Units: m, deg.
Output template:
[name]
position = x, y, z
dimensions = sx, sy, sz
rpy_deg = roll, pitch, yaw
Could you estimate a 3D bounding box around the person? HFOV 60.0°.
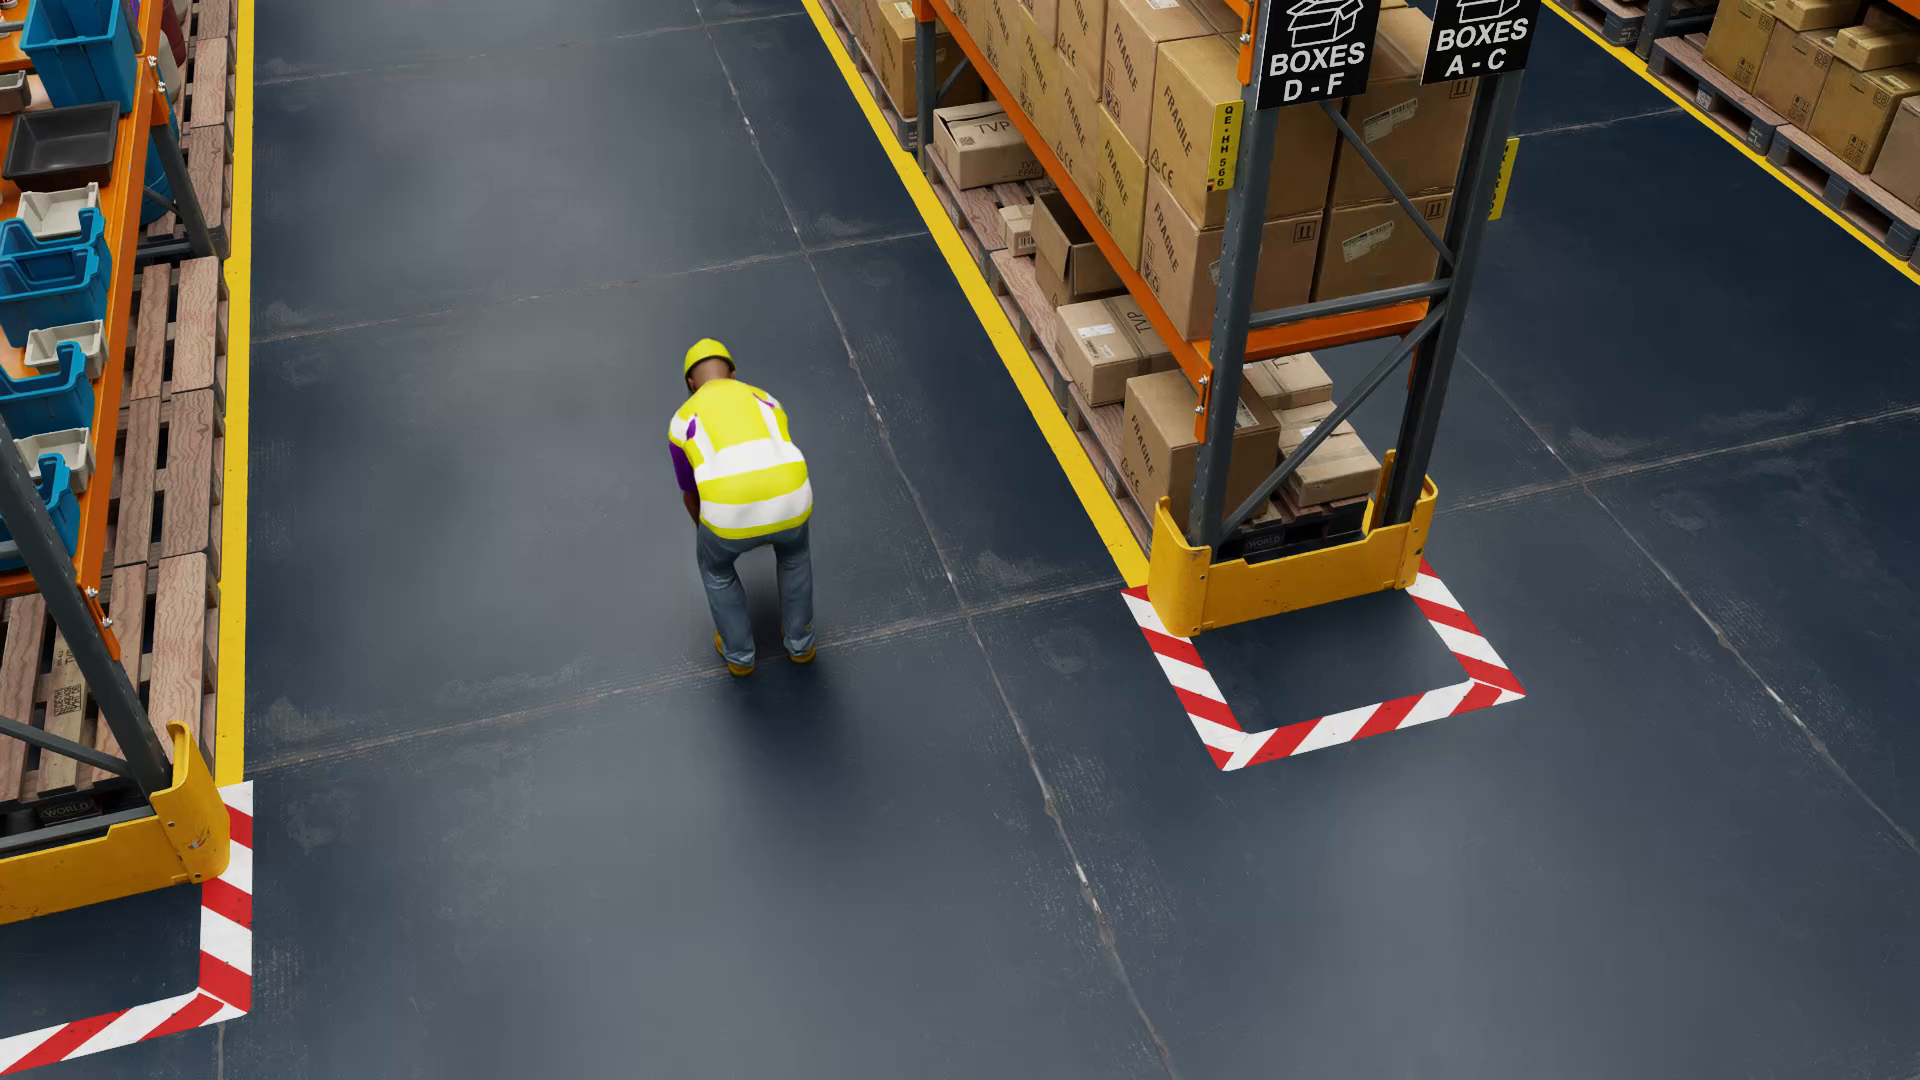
[person]
position = -0.890, -0.120, 6.734
dimensions = 0.477, 1.148, 0.974
rpy_deg = -13, 44, -14
